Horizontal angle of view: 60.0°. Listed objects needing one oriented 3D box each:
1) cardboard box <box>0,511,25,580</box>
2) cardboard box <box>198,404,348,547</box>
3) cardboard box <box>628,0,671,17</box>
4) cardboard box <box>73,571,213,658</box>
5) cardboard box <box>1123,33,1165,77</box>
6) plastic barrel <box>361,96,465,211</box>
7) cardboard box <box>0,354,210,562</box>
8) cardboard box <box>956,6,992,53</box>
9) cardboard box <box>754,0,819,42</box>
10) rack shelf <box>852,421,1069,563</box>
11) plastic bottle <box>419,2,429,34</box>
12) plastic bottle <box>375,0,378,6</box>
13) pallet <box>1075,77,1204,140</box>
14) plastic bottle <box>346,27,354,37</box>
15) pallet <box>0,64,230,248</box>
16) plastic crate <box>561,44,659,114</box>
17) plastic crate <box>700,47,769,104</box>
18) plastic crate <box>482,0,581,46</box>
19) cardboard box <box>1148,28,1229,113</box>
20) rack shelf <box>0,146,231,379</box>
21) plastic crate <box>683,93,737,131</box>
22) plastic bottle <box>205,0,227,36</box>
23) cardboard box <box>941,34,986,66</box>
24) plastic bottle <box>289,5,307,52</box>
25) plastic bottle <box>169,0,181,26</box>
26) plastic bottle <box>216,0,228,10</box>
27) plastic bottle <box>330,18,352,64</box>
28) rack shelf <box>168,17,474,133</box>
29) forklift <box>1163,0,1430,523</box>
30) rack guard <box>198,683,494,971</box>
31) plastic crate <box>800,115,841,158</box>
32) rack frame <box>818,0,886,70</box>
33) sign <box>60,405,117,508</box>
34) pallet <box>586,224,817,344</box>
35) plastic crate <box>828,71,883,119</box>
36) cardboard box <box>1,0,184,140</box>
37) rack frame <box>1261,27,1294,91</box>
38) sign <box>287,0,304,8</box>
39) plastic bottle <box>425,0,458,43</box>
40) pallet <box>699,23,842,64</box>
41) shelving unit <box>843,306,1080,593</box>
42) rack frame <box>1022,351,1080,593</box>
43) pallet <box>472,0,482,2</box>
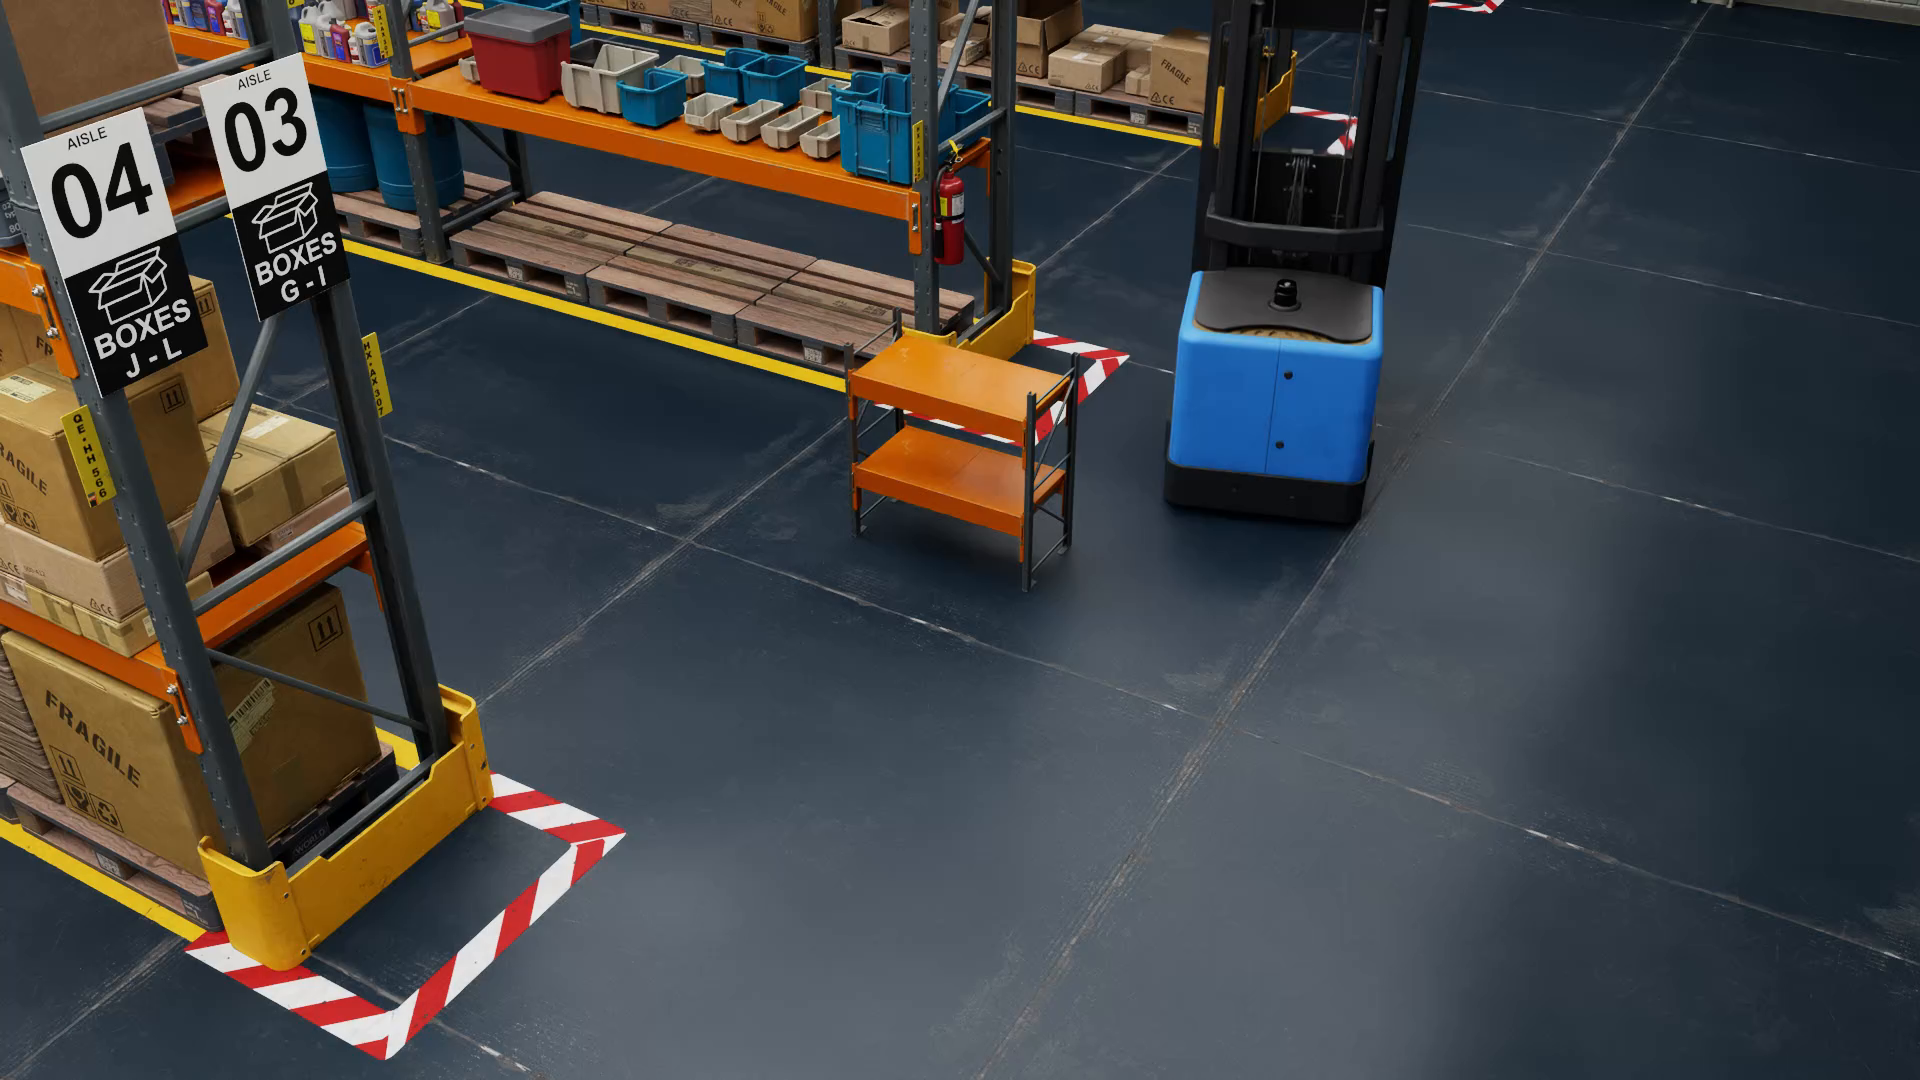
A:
[{"bbox_3d":[-3.419,-0.143,6.126,0.500,0.250,0.500,17,37,24],"label":"cardboard box"},{"bbox_3d":[-2.709,-0.260,6.301,0.500,0.250,0.500,17,37,23],"label":"cardboard box"},{"bbox_3d":[-2.854,-5.360,15.951,0.500,0.500,0.500,16,37,23],"label":"cardboard box"},{"bbox_3d":[-2.899,0.229,5.927,0.250,0.149,0.380,18,38,25],"label":"cardboard box"},{"bbox_3d":[1.727,-4.165,14.382,0.500,0.250,0.500,18,37,24],"label":"cardboard box"},{"bbox_3d":[-3.905,-2.879,11.882,0.708,0.901,0.600,18,37,24],"label":"plastic barrel"},{"bbox_3d":[-2.979,-0.318,5.711,0.500,0.500,0.500,18,38,25],"label":"cardboard box"},{"bbox_3d":[0.306,-4.640,15.041,0.500,0.311,0.500,18,37,24],"label":"cardboard box"},{"bbox_3d":[-1.551,-4.943,15.325,0.500,0.500,0.500,17,37,24],"label":"cardboard box"},{"bbox_3d":[0.006,-0.263,8.571,1.000,0.278,0.538,18,37,24],"label":"rack shelf"},{"bbox_3d":[-3.773,-3.703,11.784,0.097,0.201,0.097,0,34,0],"label":"plastic bottle"},{"bbox_3d":[-4.144,-3.821,11.960,0.097,0.201,0.097,0,34,0],"label":"plastic bottle"},{"bbox_3d":[1.734,-3.782,14.239,1.213,0.211,1.003,18,37,24],"label":"pallet"},{"bbox_3d":[-4.144,-3.375,11.291,0.097,0.201,0.097,0,34,0],"label":"plastic bottle"},{"bbox_3d":[-3.075,-1.347,5.440,1.213,0.211,1.003,18,37,24],"label":"pallet"},{"bbox_3d":[-2.207,-2.887,10.432,0.530,0.282,0.437,18,37,24],"label":"plastic crate"},{"bbox_3d":[-1.423,-2.946,10.565,0.300,0.233,0.416,18,37,24],"label":"plastic crate"},{"bbox_3d":[-2.867,-3.474,11.221,0.575,0.384,0.392,18,37,24],"label":"plastic crate"},{"bbox_3d":[1.898,-3.876,13.723,0.500,0.500,0.500,18,37,24],"label":"cardboard box"},{"bbox_3d":[-4.163,-1.436,6.142,4.000,0.370,1.077,18,37,24],"label":"rack shelf"},{"bbox_3d":[-1.531,-2.596,10.126,0.250,0.136,0.298,18,37,24],"label":"plastic crate"},{"bbox_3d":[-5.241,-3.706,11.714,0.133,0.283,0.061,18,37,24],"label":"plastic bottle"},{"bbox_3d":[0.033,-4.354,14.741,0.250,0.166,0.380,18,37,24],"label":"cardboard box"},{"bbox_3d":[-4.562,-3.546,11.413,0.185,0.351,0.144,18,37,24],"label":"plastic bottle"},{"bbox_3d":[-5.609,-3.829,11.910,0.097,0.271,0.097,0,34,0],"label":"plastic bottle"},{"bbox_3d":[-5.217,-3.744,11.782,0.097,0.271,0.097,0,34,0],"label":"plastic bottle"},{"bbox_3d":[-4.167,-3.366,11.204,0.133,0.283,0.061,18,37,24],"label":"plastic bottle"},{"bbox_3d":[-5.178,-3.671,12.205,4.000,0.370,1.077,18,37,24],"label":"rack shelf"},{"bbox_3d":[1.905,-2.120,9.289,1.130,2.935,3.031,7,34,10],"label":"forklift"},{"bbox_3d":[-2.405,1.110,6.631,0.348,0.500,1.175,18,37,24],"label":"rack guard"},{"bbox_3d":[-0.766,-2.372,9.790,0.243,0.136,0.396,18,37,24],"label":"plastic crate"},{"bbox_3d":[-0.980,-5.803,14.758,0.127,3.000,1.000,18,37,24],"label":"rack frame"},{"bbox_3d":[-2.707,-0.260,5.175,0.005,0.325,0.100,18,37,24],"label":"sign"},{"bbox_3d":[-1.720,-1.741,11.174,1.213,0.211,1.003,18,37,24],"label":"pallet"},{"bbox_3d":[-0.591,-2.683,10.169,0.300,0.233,0.416,18,37,24],"label":"plastic crate"},{"bbox_3d":[-2.904,-1.560,5.121,0.500,0.500,0.700,15,37,22],"label":"cardboard box"},{"bbox_3d":[2.493,-4.703,13.106,0.127,3.000,1.000,18,37,24],"label":"rack frame"},{"bbox_3d":[-2.146,-1.847,5.251,0.005,0.325,0.100,18,37,24],"label":"sign"},{"bbox_3d":[-3.621,-3.663,11.590,0.185,0.351,0.144,18,37,24],"label":"plastic bottle"},{"bbox_3d":[-1.705,-4.848,15.839,1.213,0.211,1.003,18,37,24],"label":"pallet"},{"bbox_3d":[0.006,-0.466,8.435,1.048,1.125,0.538,18,37,24],"label":"shelving unit"},{"bbox_3d":[0.447,-0.327,8.225,0.032,1.125,0.500,18,37,24],"label":"rack frame"},{"bbox_3d":[-5.149,-5.987,17.551,1.213,0.211,1.003,18,37,24],"label":"pallet"}]
